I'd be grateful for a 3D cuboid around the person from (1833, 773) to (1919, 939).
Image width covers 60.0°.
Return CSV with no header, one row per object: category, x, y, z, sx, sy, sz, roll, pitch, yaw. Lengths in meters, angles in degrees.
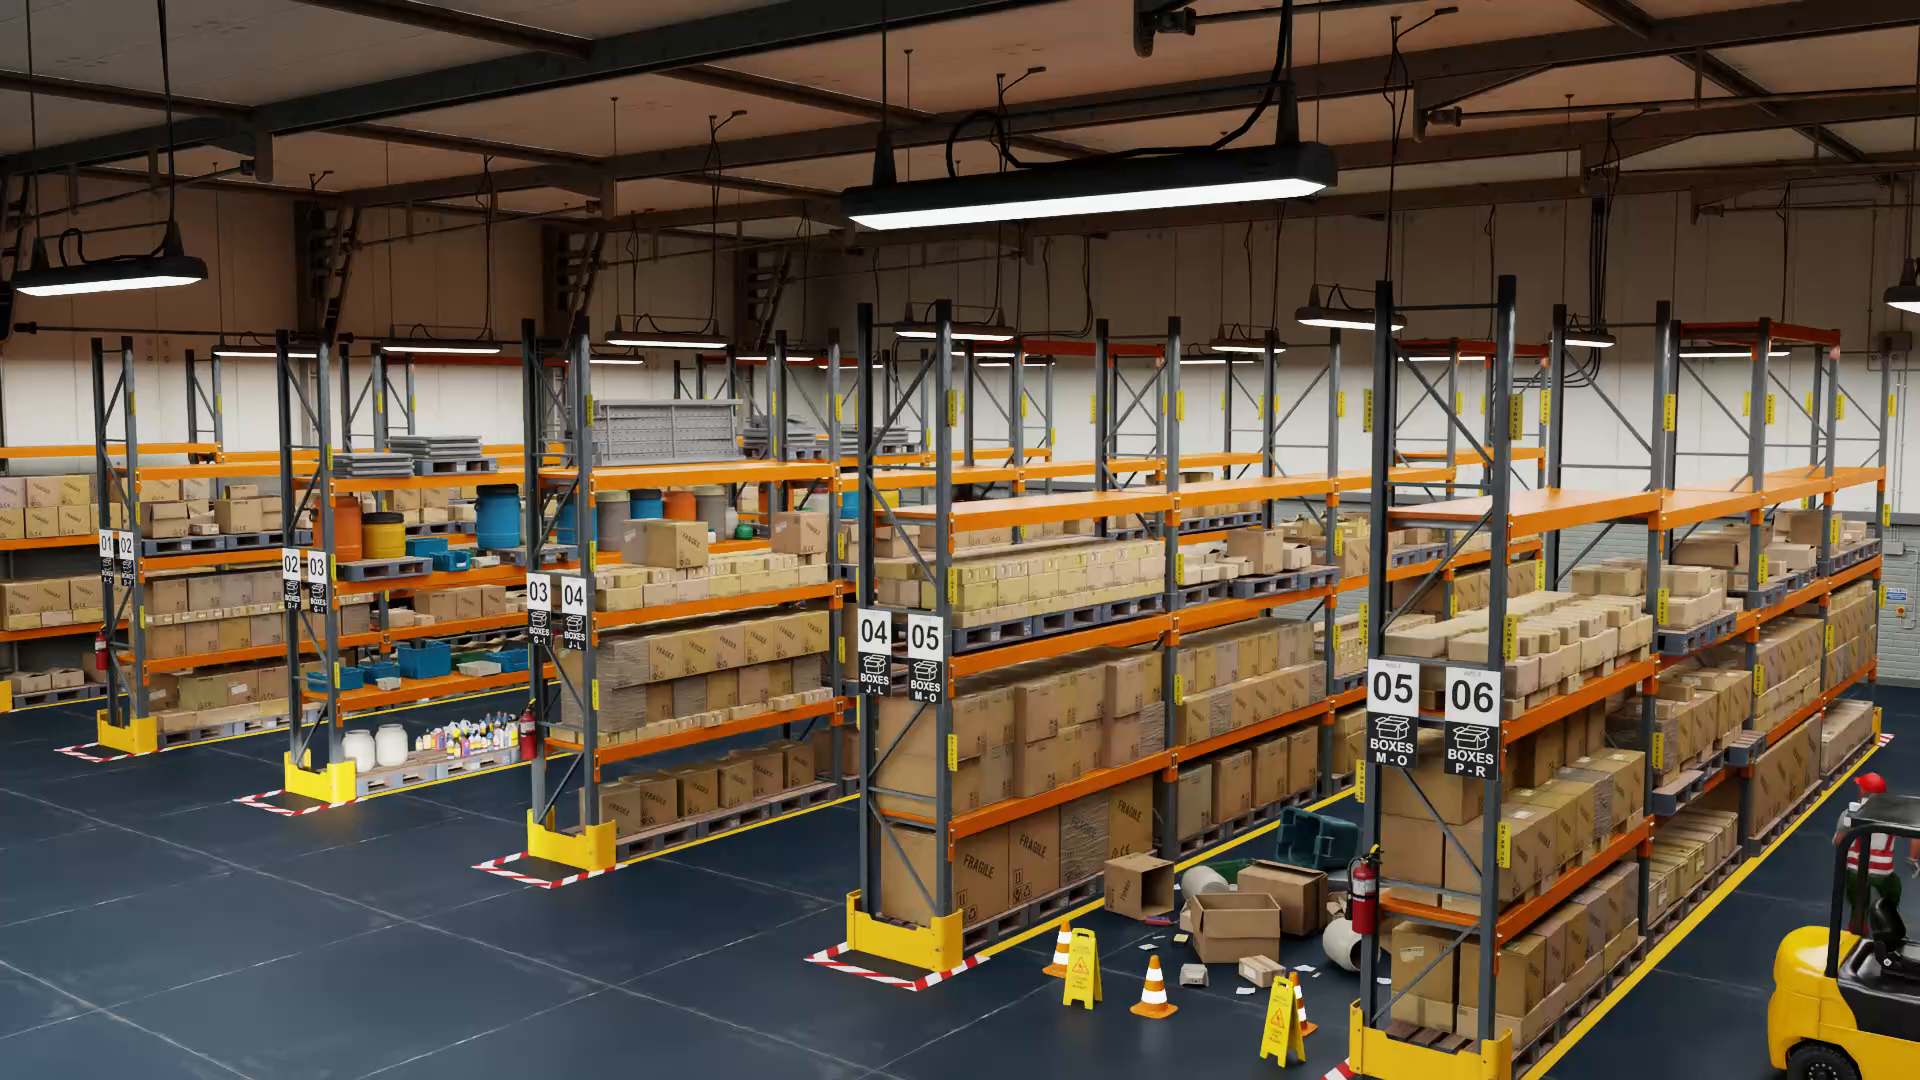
person,8.312,2.986,15.121,0.762,1.747,0.602,4,7,41
